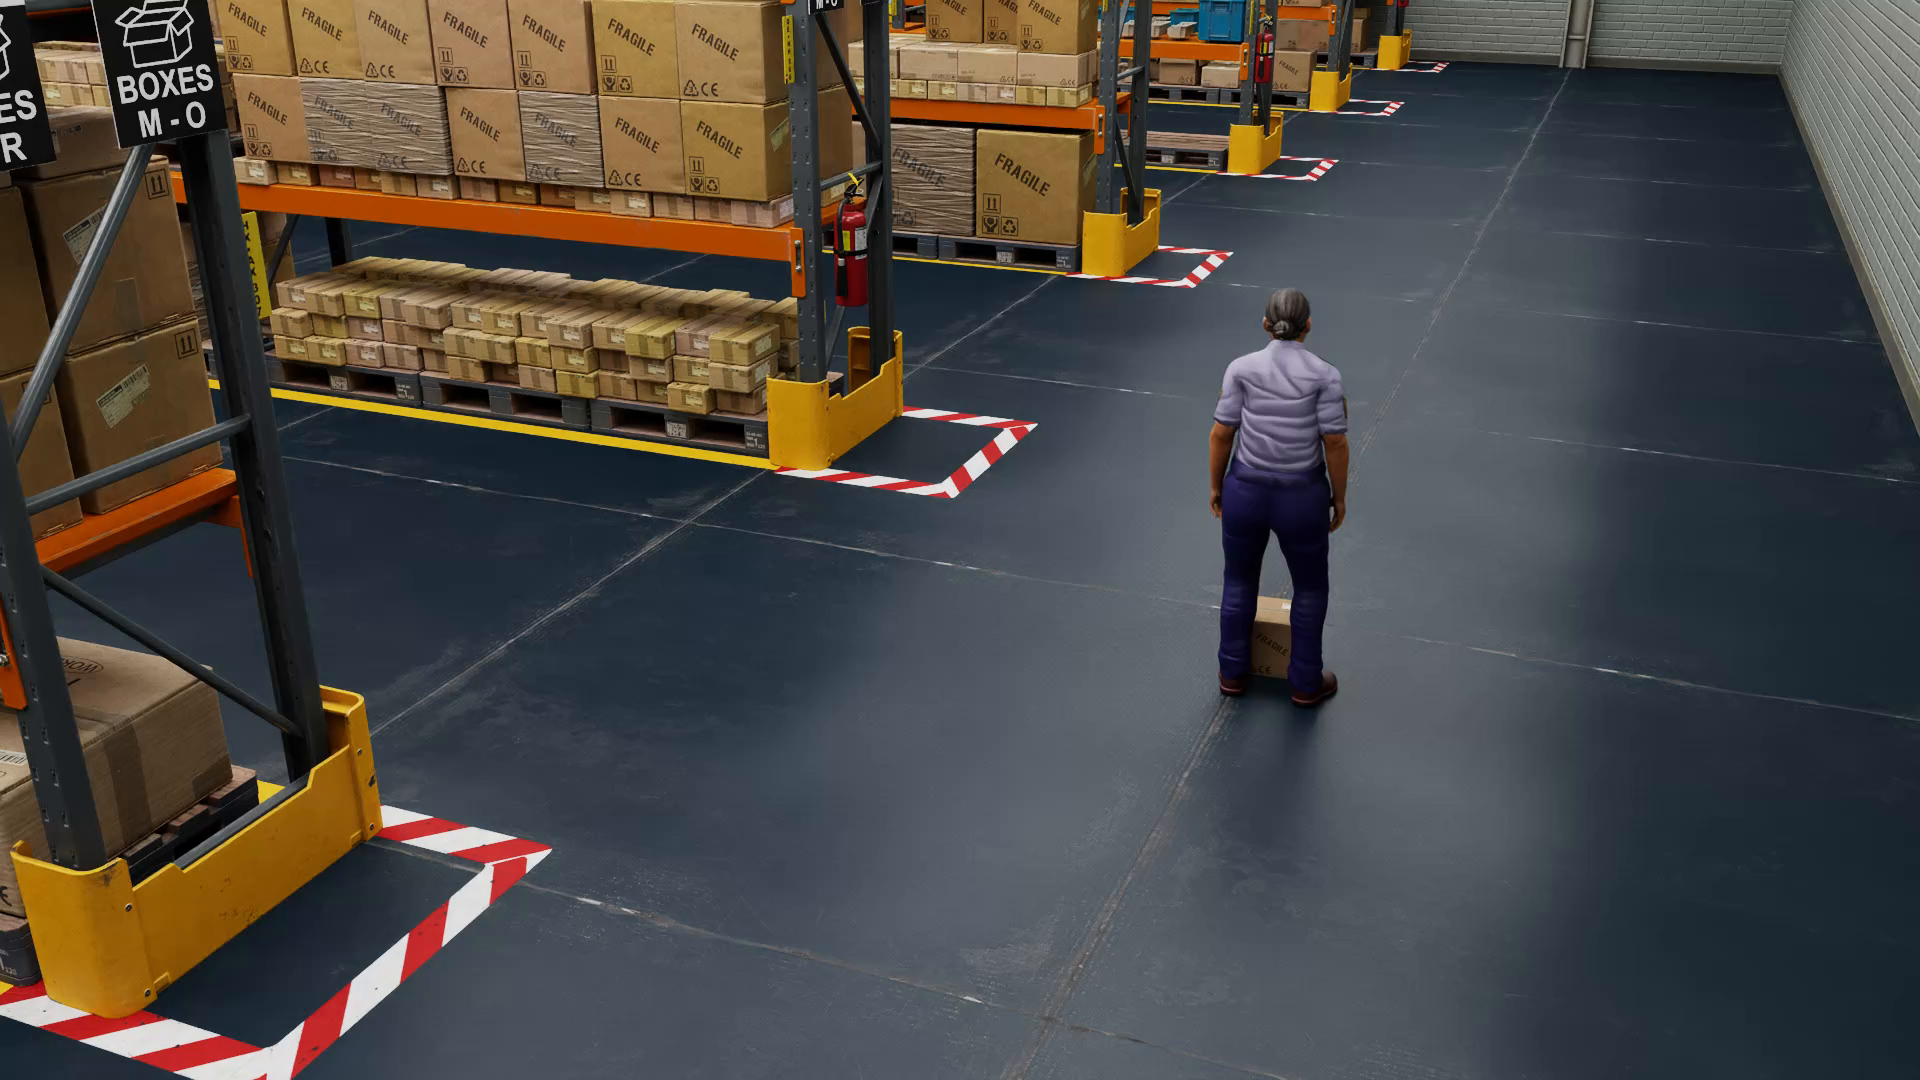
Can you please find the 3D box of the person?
[{"bbox_3d":[1.242,-0.146,6.474,0.560,1.638,0.366,8,24,18],"label":"person"}]
